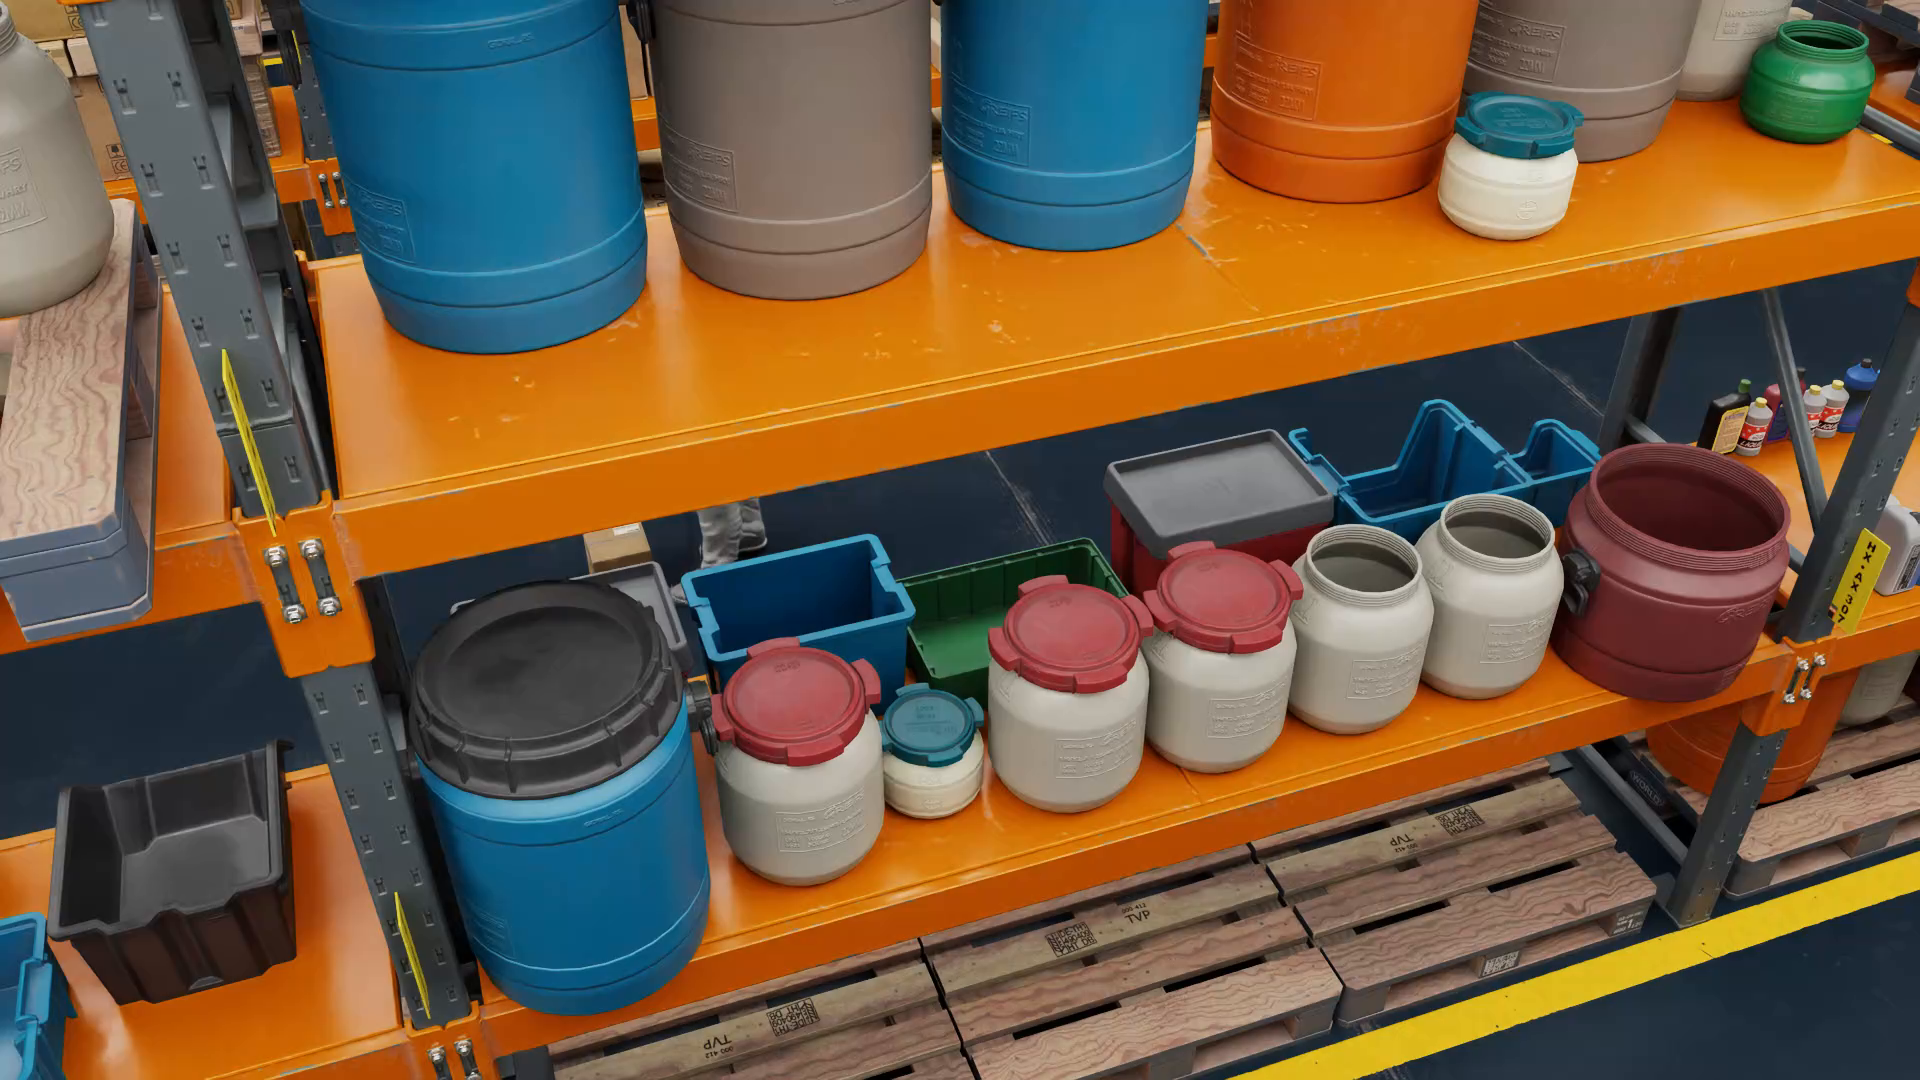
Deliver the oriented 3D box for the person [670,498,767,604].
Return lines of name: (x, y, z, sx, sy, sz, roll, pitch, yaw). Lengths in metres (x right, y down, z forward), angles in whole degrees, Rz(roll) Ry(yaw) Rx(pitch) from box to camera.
person: (-1.071, -0.548, 6.850, 0.494, 1.666, 0.488, -12, 40, -15)
